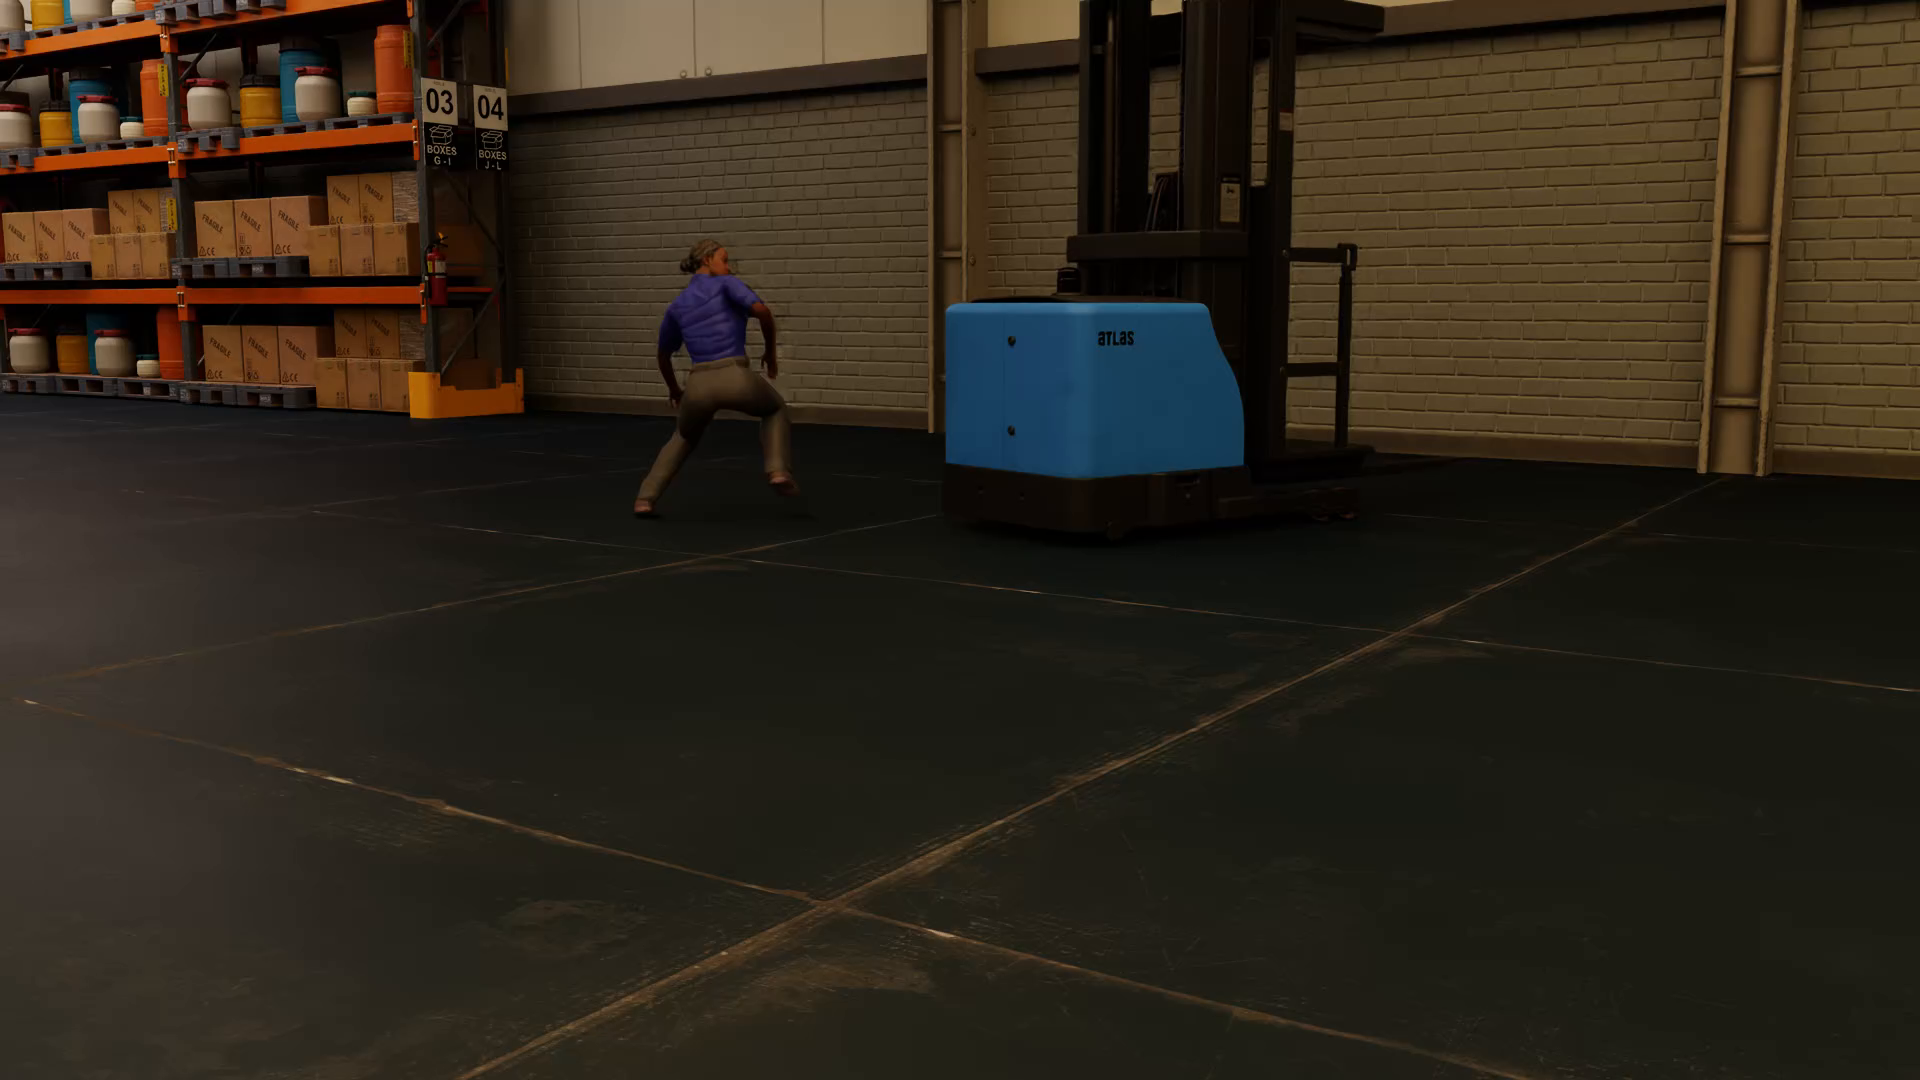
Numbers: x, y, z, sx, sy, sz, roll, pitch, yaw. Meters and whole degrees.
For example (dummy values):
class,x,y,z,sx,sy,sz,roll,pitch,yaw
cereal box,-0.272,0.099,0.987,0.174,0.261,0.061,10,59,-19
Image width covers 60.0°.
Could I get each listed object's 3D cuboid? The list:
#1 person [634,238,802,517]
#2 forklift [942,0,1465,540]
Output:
class,x,y,z,sx,sy,sz,roll,pitch,yaw
person,-1.240,-0.790,8.382,0.844,1.446,0.652,2,8,12
forklift,1.393,-1.591,8.382,3.031,2.935,1.130,-6,10,-37
